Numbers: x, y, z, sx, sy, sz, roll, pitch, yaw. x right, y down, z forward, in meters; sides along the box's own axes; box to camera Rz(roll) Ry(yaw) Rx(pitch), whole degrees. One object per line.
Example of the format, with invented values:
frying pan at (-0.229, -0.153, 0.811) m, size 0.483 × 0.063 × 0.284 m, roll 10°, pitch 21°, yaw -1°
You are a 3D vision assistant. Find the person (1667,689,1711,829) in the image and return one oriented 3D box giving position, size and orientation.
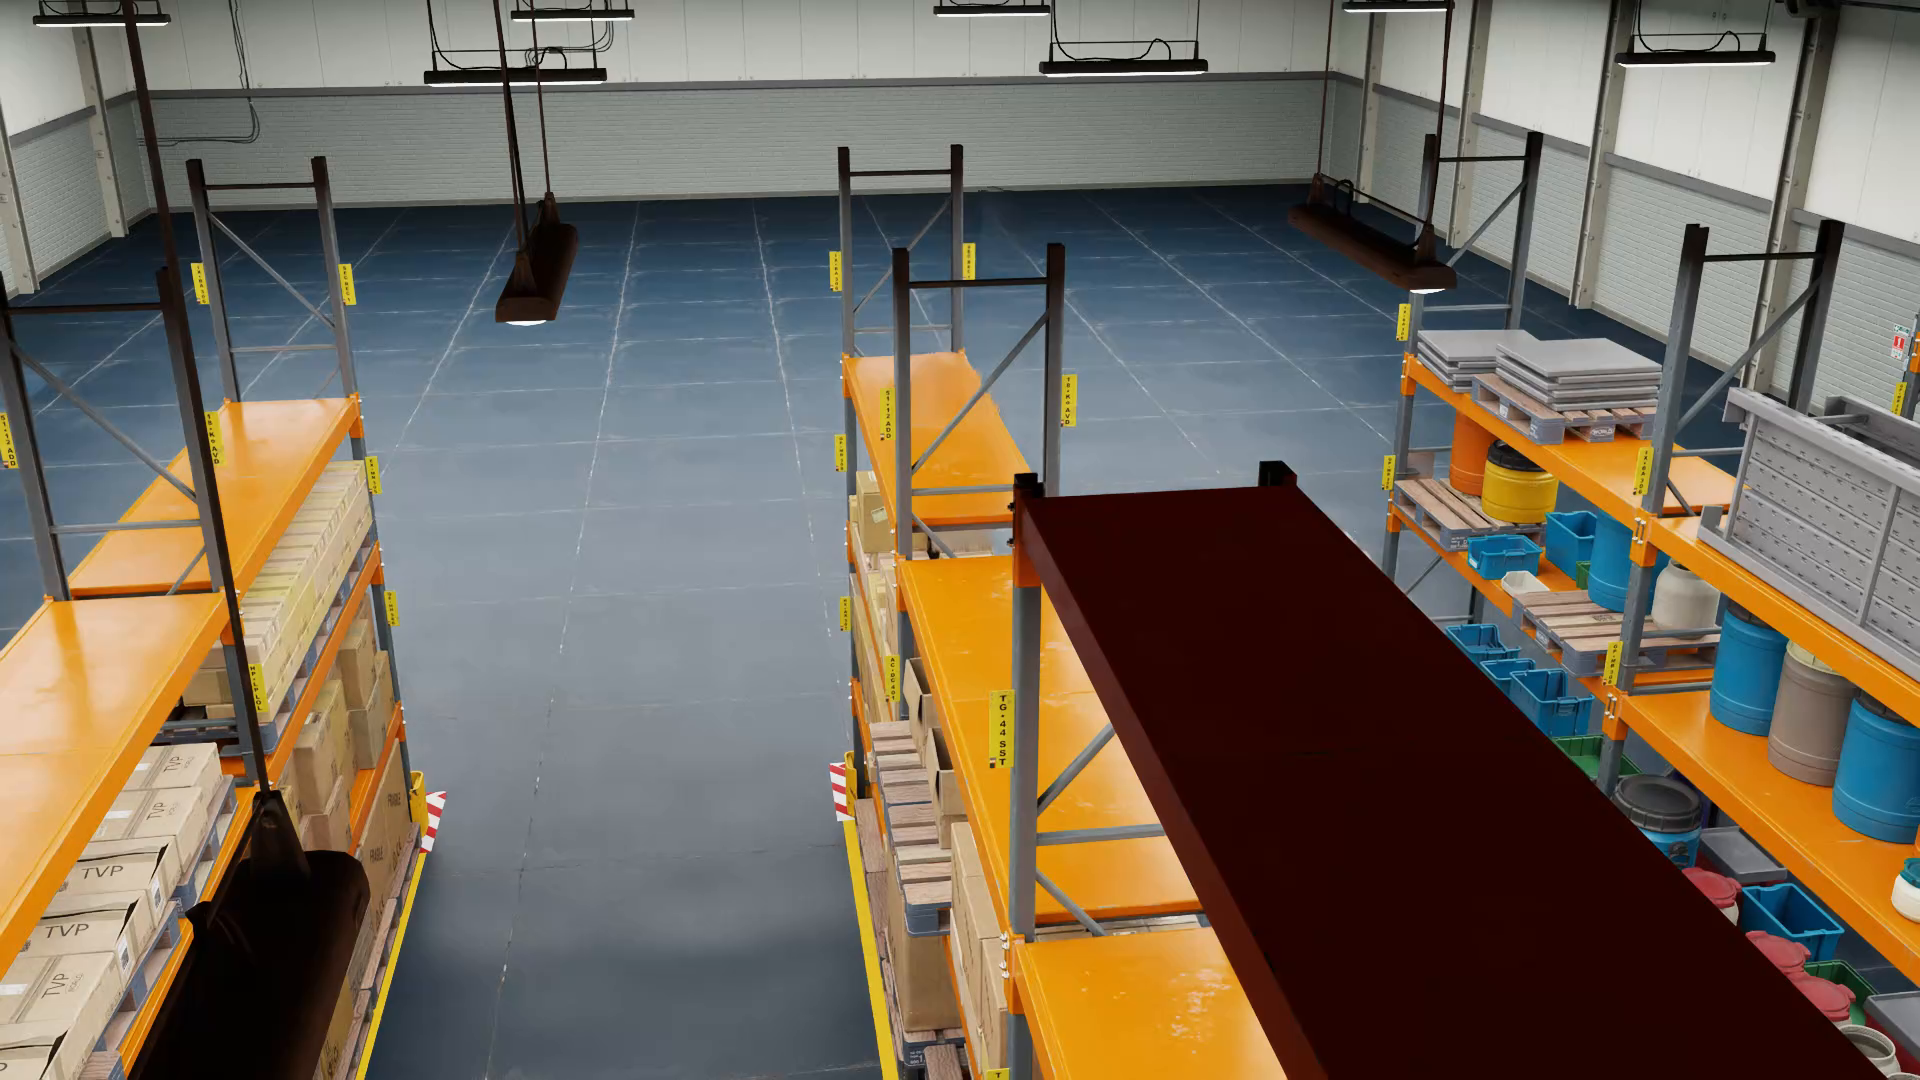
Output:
person at (6.445, 1.888, 14.656) m, size 0.593 × 1.705 × 0.815 m, roll -12°, pitch 24°, yaw -27°
